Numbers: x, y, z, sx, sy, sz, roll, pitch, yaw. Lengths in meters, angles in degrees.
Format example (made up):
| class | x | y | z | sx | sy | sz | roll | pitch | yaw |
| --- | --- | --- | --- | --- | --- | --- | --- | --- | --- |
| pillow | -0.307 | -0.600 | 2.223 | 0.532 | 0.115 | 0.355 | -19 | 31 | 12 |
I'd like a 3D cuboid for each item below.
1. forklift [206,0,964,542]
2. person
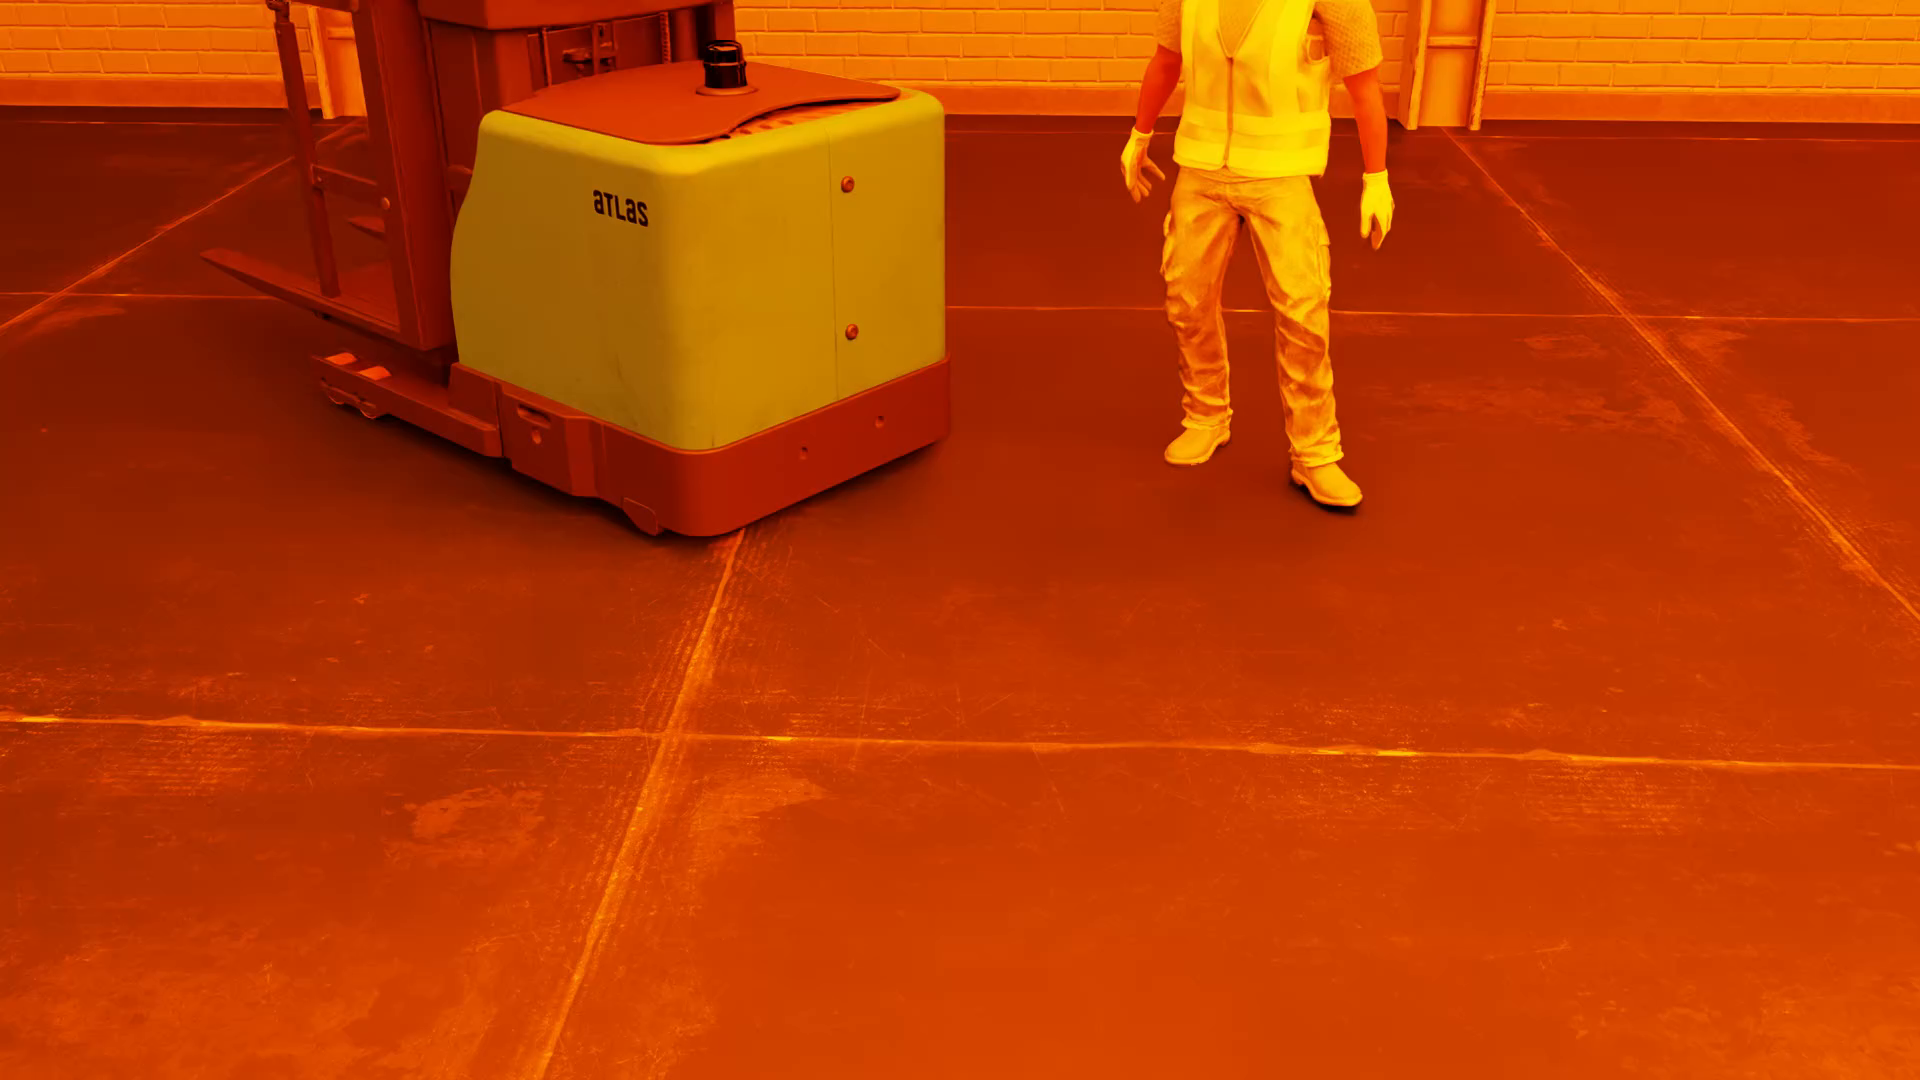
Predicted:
| class | x | y | z | sx | sy | sz | roll | pitch | yaw |
| --- | --- | --- | --- | --- | --- | --- | --- | --- | --- |
| forklift | -1.432 | -1.839 | 4.937 | 3.031 | 2.935 | 1.130 | 21 | 33 | 36 |
| person | 0.804 | -1.005 | 4.590 | 0.877 | 1.746 | 0.440 | 14 | 30 | 27 |
